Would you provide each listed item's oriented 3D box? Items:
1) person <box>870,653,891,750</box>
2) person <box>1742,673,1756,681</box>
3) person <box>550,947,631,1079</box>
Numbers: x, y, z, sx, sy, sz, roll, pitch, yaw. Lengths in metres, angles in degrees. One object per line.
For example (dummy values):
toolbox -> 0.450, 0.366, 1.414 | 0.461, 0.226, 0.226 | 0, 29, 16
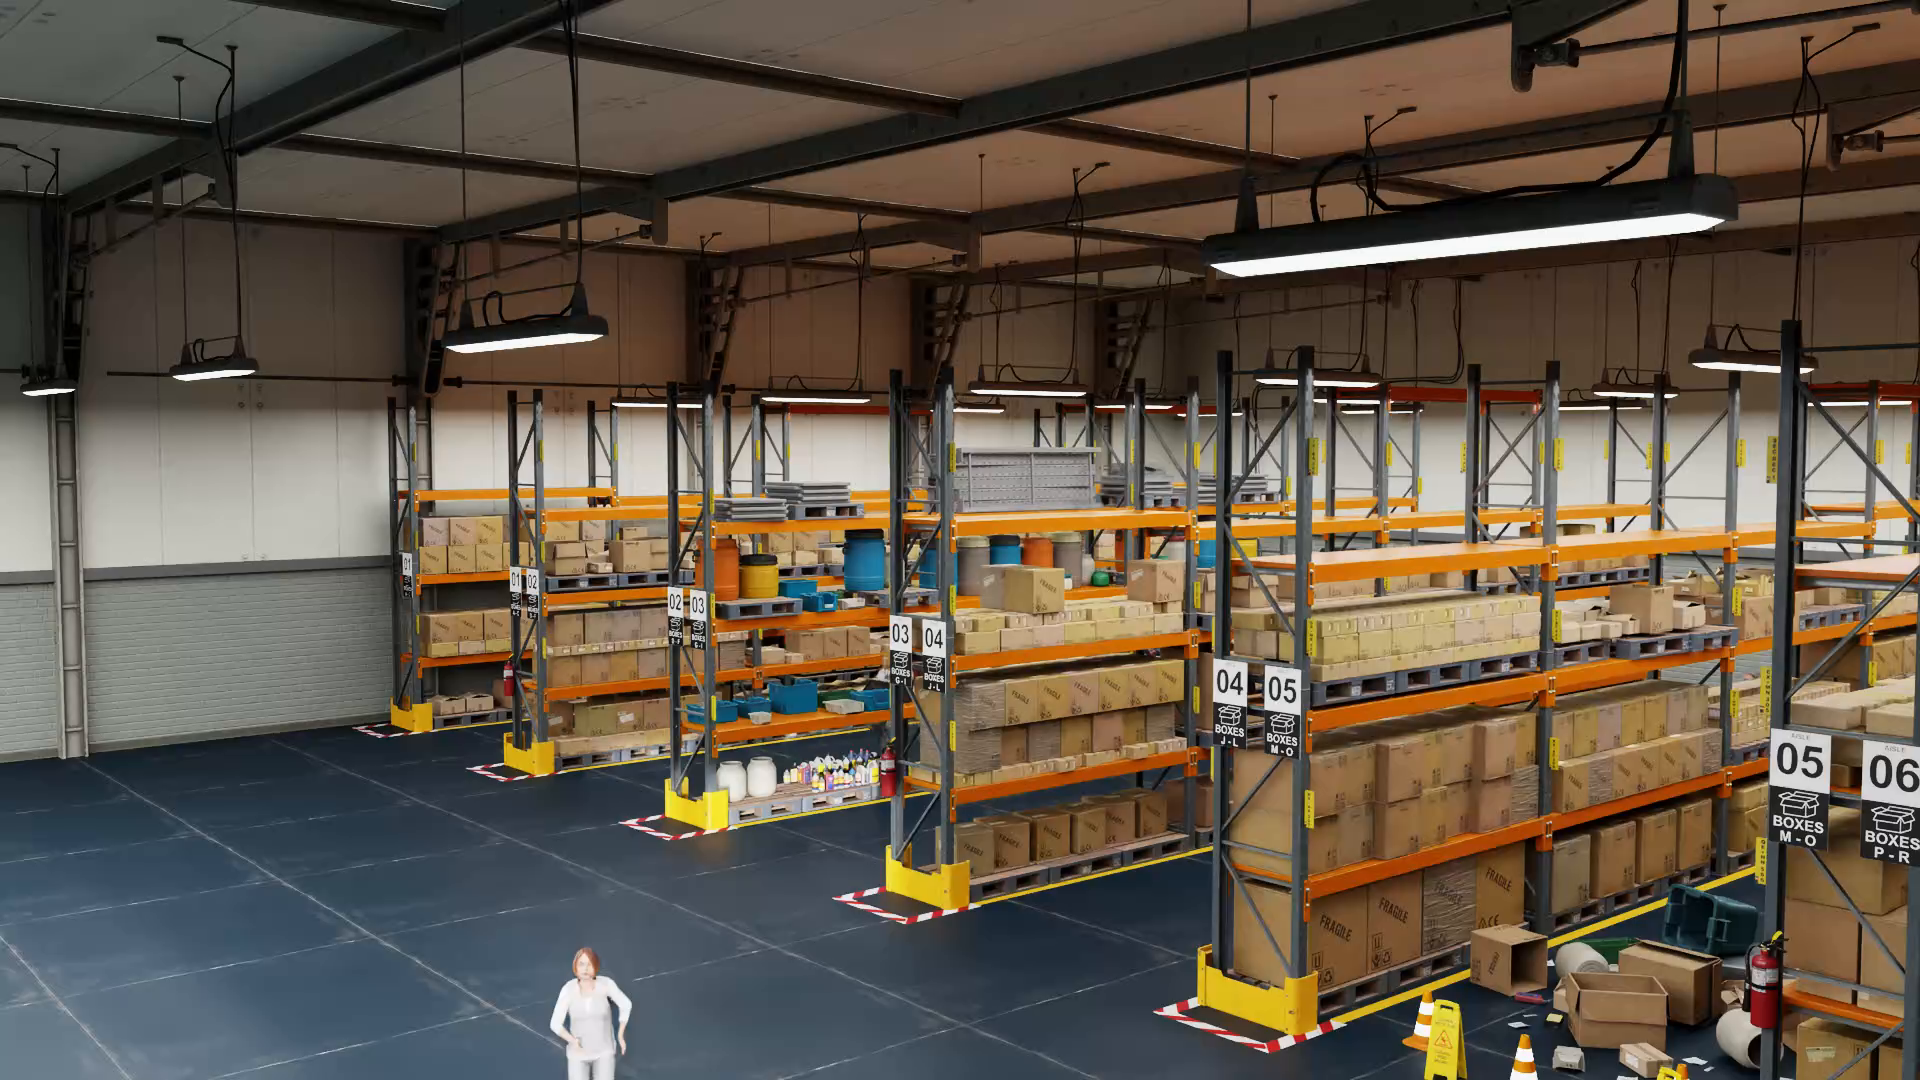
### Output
person -> -1.258, 2.700, 27.707 | 0.593, 1.660, 0.624 | 3, 4, 40
person -> 11.779, 2.842, 24.894 | 0.942, 1.699, 0.671 | -3, 4, -41
person -> -2.646, 3.691, 11.906 | 0.555, 1.554, 0.563 | 0, 3, -6
